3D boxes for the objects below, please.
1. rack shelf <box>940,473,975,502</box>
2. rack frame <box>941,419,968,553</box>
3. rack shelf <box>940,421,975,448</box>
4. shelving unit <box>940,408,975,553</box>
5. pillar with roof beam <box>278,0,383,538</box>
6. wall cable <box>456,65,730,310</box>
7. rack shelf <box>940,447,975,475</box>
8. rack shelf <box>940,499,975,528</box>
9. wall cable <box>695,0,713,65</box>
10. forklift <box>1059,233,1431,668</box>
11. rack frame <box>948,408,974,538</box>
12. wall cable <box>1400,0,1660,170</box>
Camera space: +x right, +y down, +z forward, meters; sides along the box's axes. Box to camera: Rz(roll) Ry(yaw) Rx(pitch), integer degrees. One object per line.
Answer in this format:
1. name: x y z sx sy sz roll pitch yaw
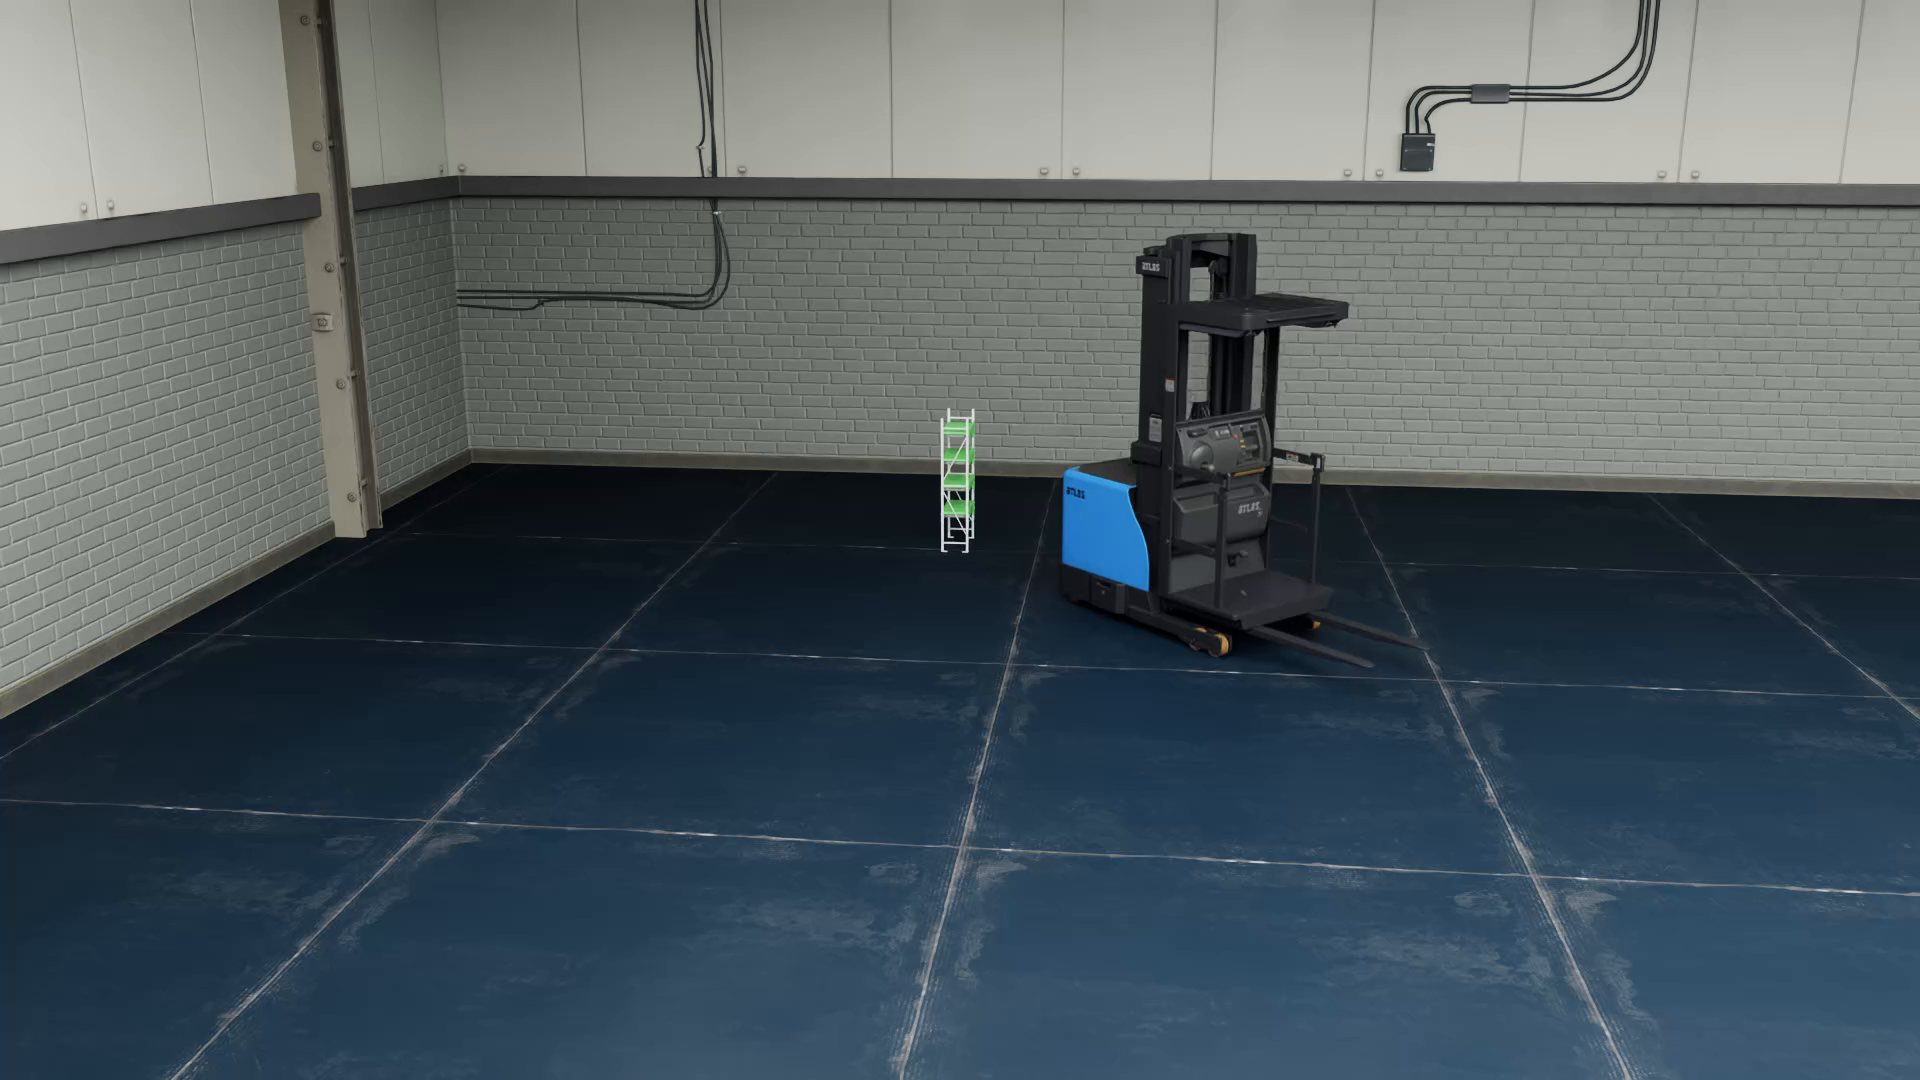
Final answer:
1. rack shelf: -0.019 -0.475 14.863 0.258 0.148 0.480 2 15 6
2. rack frame: -0.046 -0.473 14.613 0.240 1.200 0.015 2 15 6
3. rack shelf: -0.019 -0.938 14.738 0.258 0.148 0.480 2 15 6
4. shelving unit: -0.019 -0.536 14.847 0.258 1.200 0.503 2 15 6
5. pillar with roof beam: -1.315 -4.294 13.803 9.100 9.000 0.400 2 15 6
6. wall cable: -3.947 -3.647 17.358 3.097 2.526 0.112 2 15 6
7. rack shelf: -0.019 -0.706 14.801 0.258 0.148 0.480 2 15 6
8. rack shelf: -0.019 -0.243 14.926 0.258 0.148 0.480 2 15 6
9. wall cable: -1.258 -6.005 16.405 3.097 2.526 0.112 2 15 6
10. forklift: 2.093 -0.714 12.186 1.130 2.935 3.031 -11 19 -36
11. rack frame: 0.009 -0.600 15.081 0.240 1.200 0.015 2 15 6
12. wall cable: 5.485 -6.504 15.460 2.305 6.003 0.169 2 15 6
